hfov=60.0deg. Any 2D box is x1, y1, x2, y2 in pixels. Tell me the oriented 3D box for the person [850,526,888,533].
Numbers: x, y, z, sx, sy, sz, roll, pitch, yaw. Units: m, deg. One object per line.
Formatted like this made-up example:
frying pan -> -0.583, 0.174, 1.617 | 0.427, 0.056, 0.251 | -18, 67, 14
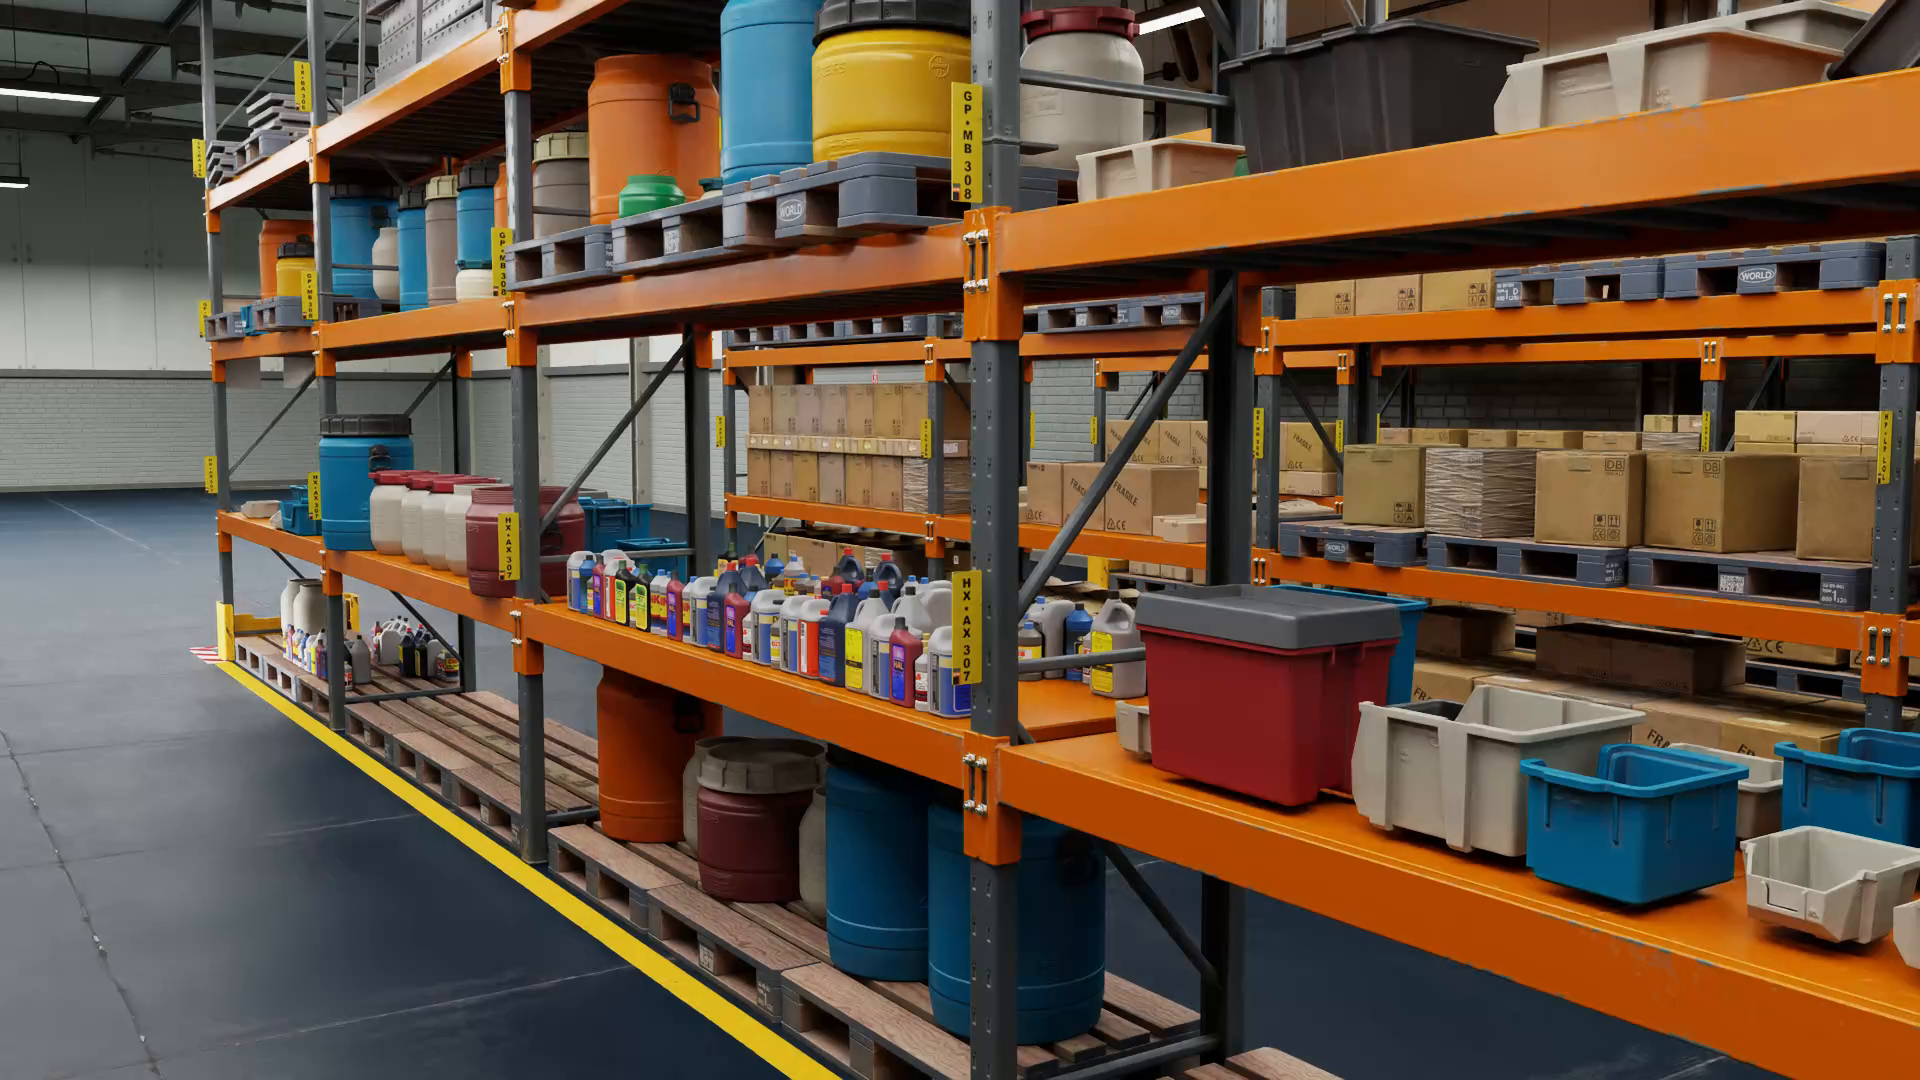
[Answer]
person -> -1.053, -0.089, 18.895 | 0.446, 1.626, 0.500 | 3, 5, 28
